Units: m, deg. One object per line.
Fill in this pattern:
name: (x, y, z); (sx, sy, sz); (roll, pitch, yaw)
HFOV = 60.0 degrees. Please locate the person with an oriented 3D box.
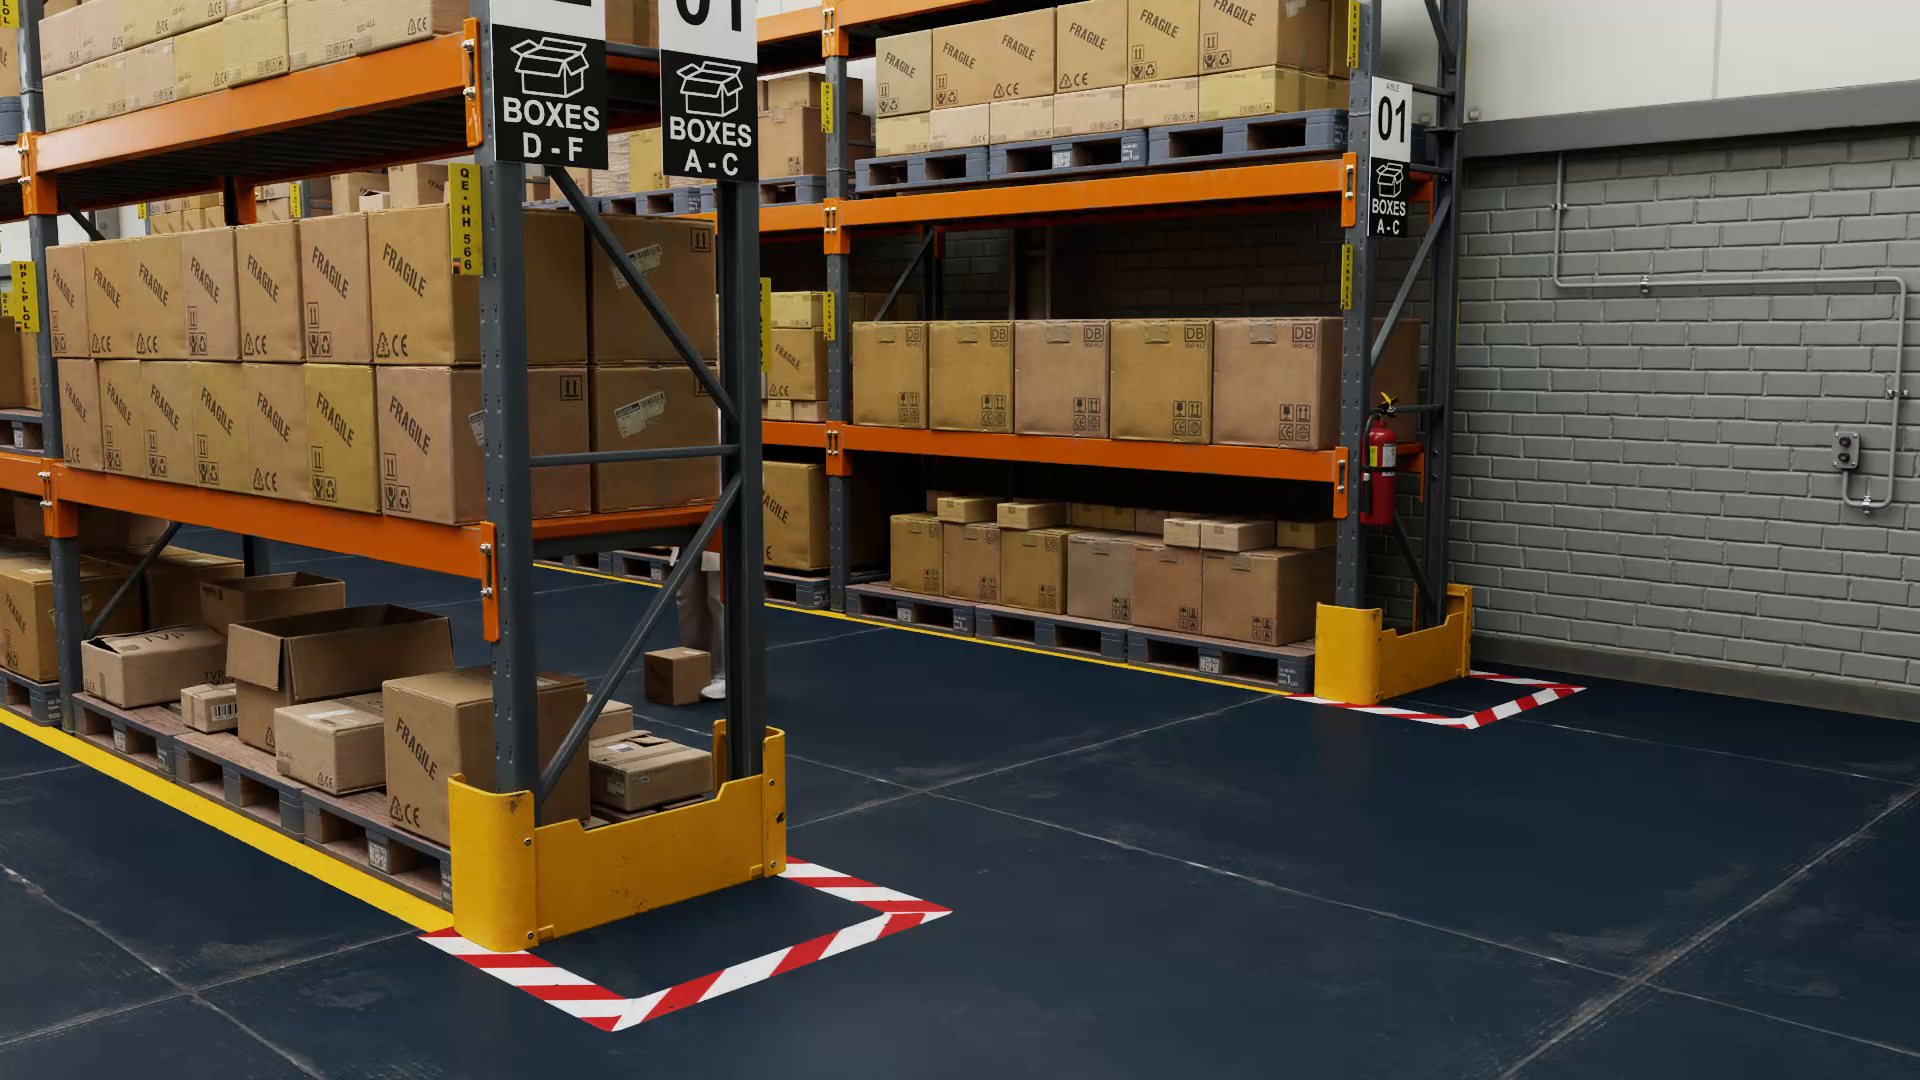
person: (-1.310, -0.061, 8.826); (0.649, 1.772, 0.429); (6, 9, 40)
